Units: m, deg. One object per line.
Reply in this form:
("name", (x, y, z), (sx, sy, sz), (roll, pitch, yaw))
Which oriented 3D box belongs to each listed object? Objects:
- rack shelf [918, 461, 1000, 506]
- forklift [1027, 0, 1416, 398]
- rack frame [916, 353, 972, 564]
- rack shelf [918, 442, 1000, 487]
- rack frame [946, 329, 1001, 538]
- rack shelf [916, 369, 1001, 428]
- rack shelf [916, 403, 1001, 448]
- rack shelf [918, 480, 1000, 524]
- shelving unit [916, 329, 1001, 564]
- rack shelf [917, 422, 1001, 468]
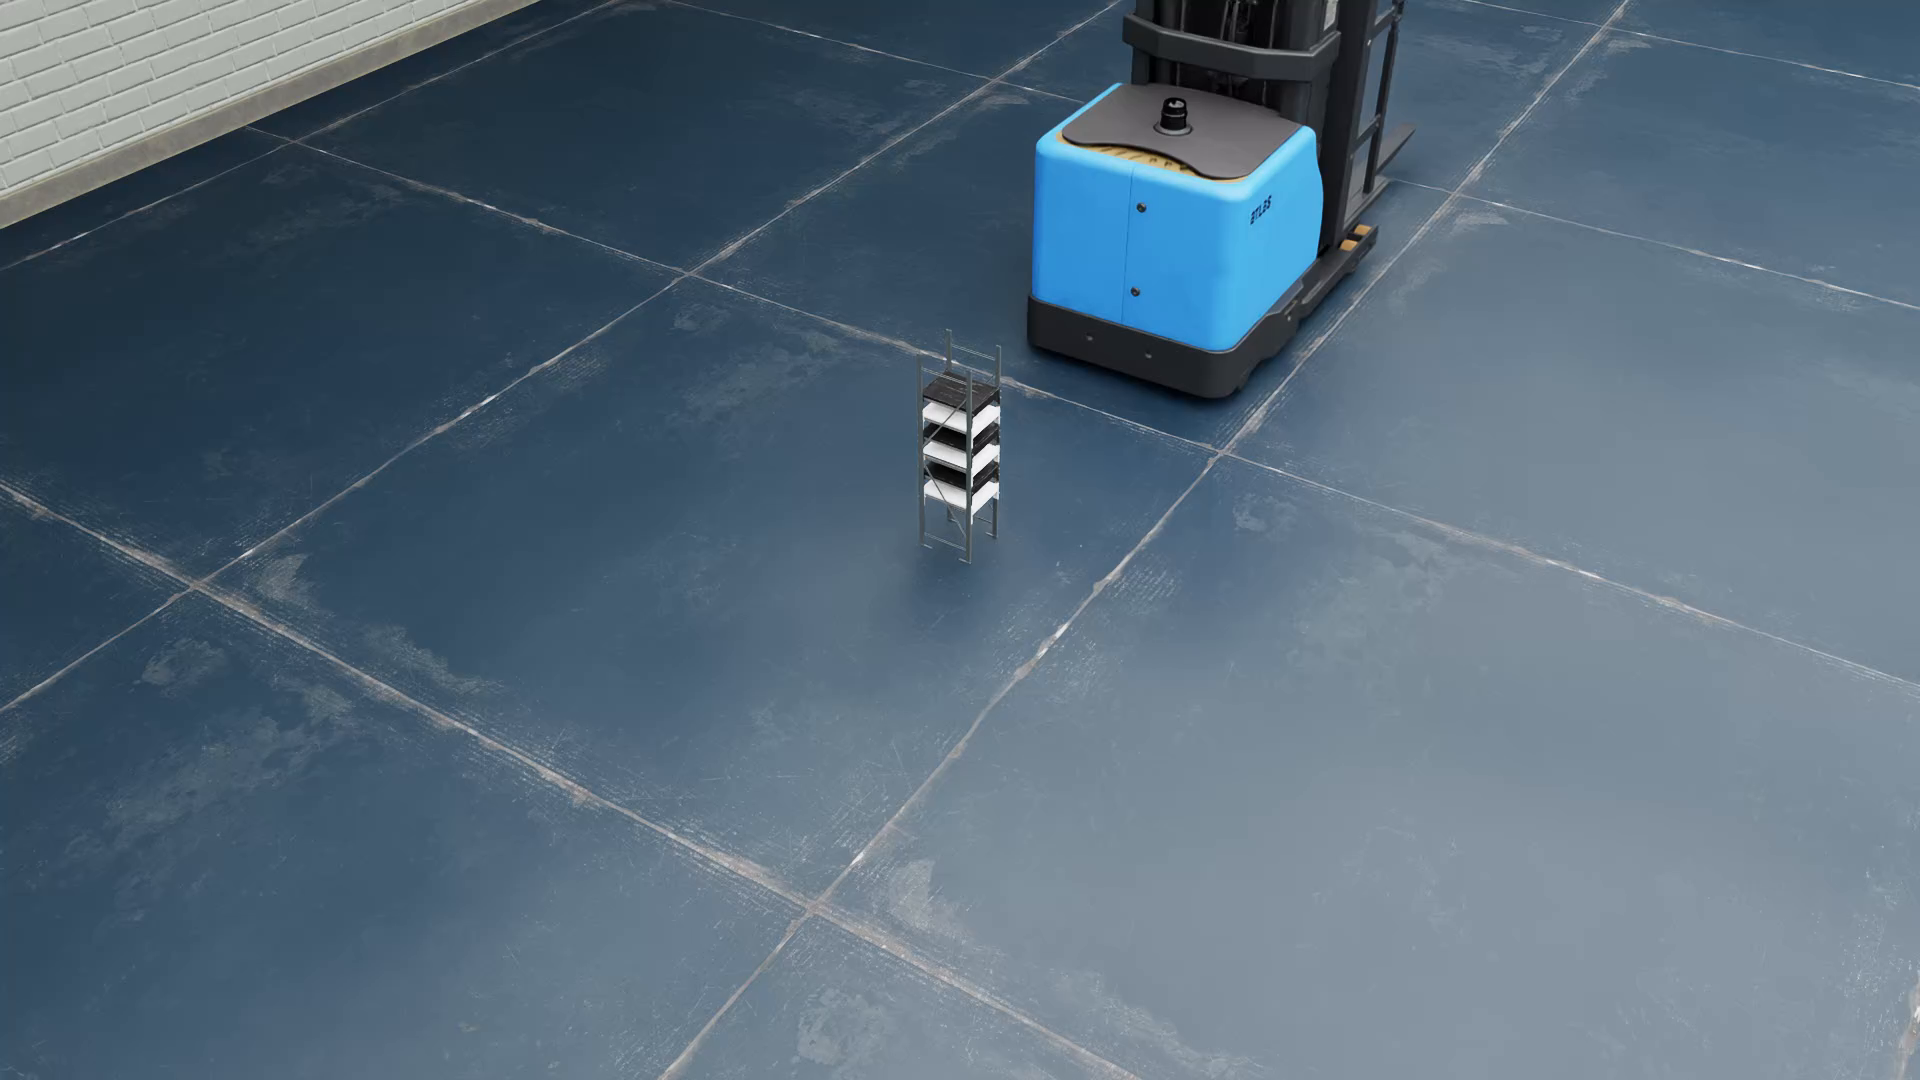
("rack shelf", (-0.004, -0.255, 6.545), (0.258, 0.077, 0.200), (21, 42, 25))
("forklift", (1.516, -2.668, 7.810), (1.130, 2.935, 3.031), (21, 42, 24))
("rack frame", (-0.059, -0.300, 6.402), (0.240, 0.900, 0.006), (21, 42, 25))
("rack shelf", (-0.004, -0.326, 6.490), (0.258, 0.077, 0.200), (21, 42, 25))
("rack frame", (0.050, -0.405, 6.538), (0.240, 0.900, 0.006), (21, 42, 25))
("rack shelf", (-0.004, -0.540, 6.325), (0.258, 0.077, 0.200), (21, 42, 25))
("rack shelf", (-0.004, -0.468, 6.380), (0.258, 0.077, 0.200), (21, 42, 25))
("rack shelf", (-0.004, -0.183, 6.600), (0.258, 0.077, 0.200), (21, 42, 25))
("shelving unit", (-0.004, -0.352, 6.470), (0.258, 0.900, 0.210), (21, 42, 25))
("rack shelf", (-0.004, -0.397, 6.435), (0.258, 0.077, 0.200), (21, 42, 25))
